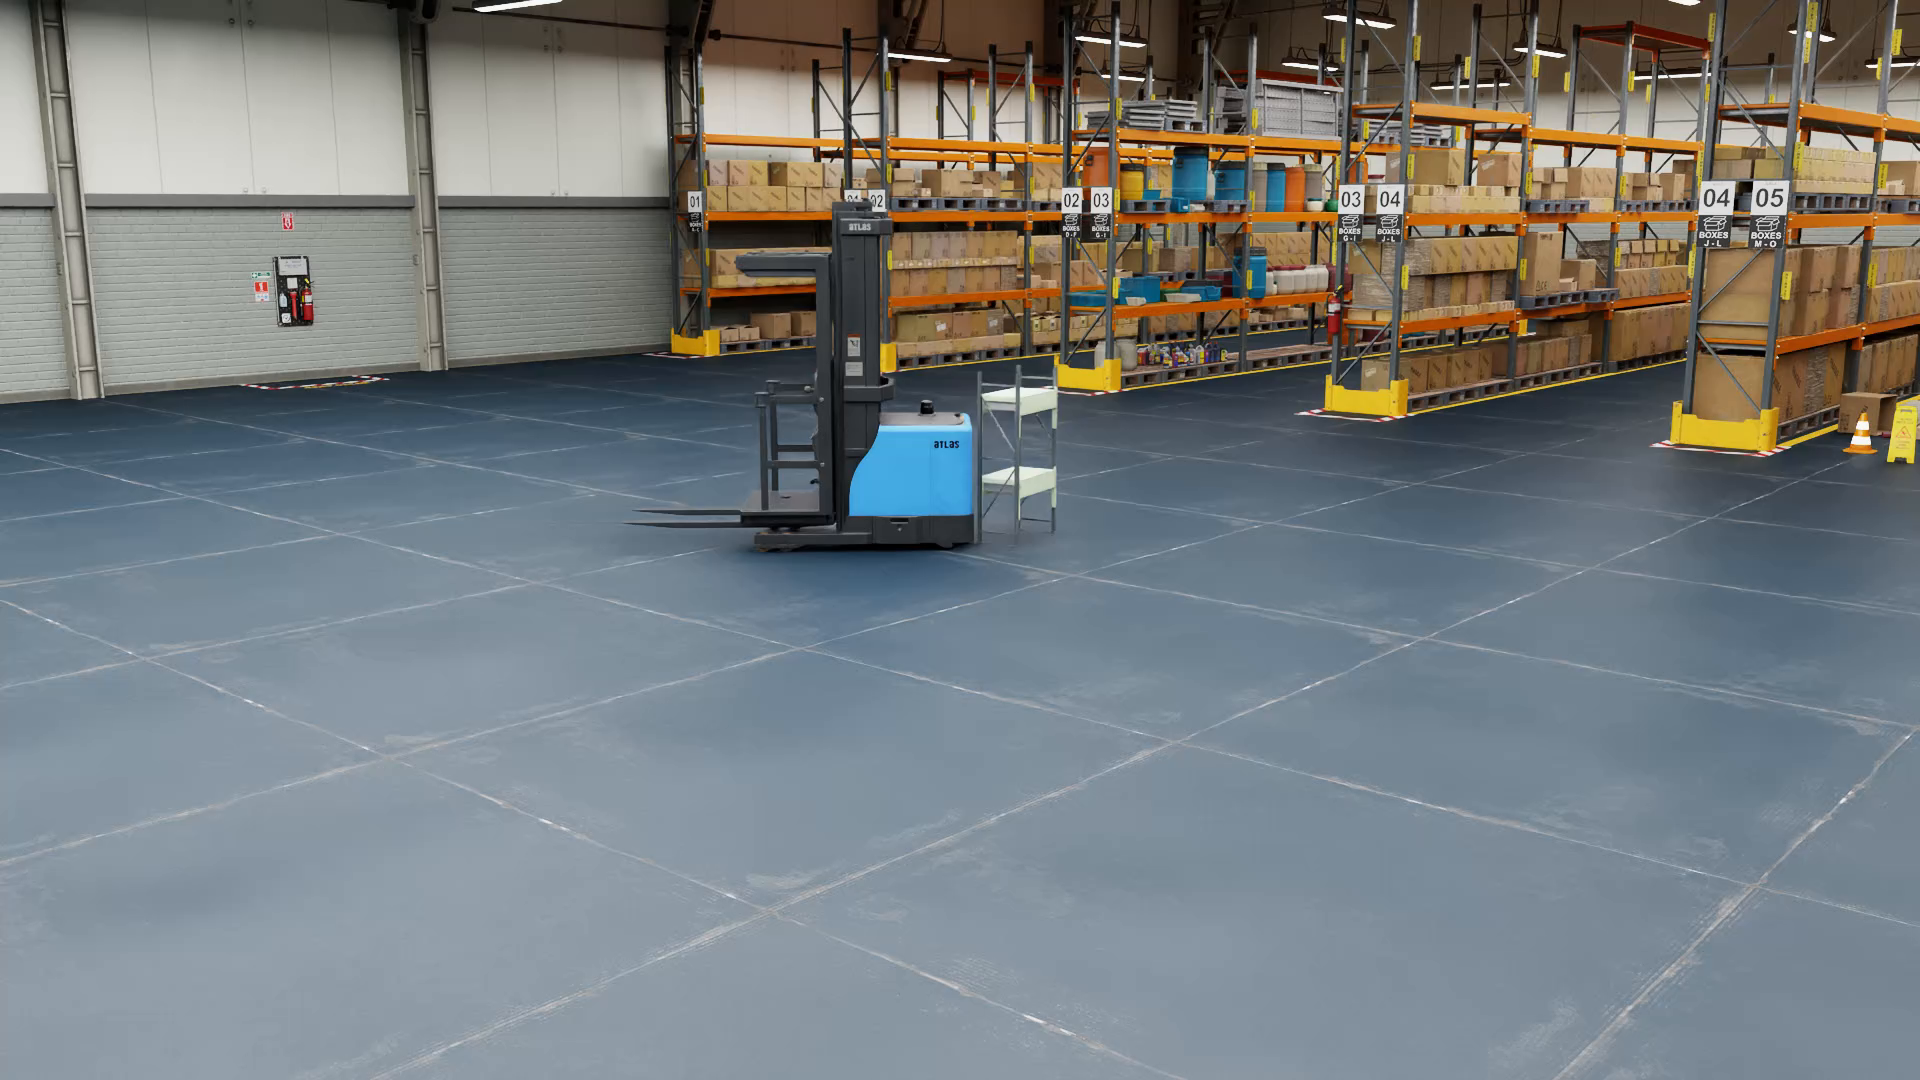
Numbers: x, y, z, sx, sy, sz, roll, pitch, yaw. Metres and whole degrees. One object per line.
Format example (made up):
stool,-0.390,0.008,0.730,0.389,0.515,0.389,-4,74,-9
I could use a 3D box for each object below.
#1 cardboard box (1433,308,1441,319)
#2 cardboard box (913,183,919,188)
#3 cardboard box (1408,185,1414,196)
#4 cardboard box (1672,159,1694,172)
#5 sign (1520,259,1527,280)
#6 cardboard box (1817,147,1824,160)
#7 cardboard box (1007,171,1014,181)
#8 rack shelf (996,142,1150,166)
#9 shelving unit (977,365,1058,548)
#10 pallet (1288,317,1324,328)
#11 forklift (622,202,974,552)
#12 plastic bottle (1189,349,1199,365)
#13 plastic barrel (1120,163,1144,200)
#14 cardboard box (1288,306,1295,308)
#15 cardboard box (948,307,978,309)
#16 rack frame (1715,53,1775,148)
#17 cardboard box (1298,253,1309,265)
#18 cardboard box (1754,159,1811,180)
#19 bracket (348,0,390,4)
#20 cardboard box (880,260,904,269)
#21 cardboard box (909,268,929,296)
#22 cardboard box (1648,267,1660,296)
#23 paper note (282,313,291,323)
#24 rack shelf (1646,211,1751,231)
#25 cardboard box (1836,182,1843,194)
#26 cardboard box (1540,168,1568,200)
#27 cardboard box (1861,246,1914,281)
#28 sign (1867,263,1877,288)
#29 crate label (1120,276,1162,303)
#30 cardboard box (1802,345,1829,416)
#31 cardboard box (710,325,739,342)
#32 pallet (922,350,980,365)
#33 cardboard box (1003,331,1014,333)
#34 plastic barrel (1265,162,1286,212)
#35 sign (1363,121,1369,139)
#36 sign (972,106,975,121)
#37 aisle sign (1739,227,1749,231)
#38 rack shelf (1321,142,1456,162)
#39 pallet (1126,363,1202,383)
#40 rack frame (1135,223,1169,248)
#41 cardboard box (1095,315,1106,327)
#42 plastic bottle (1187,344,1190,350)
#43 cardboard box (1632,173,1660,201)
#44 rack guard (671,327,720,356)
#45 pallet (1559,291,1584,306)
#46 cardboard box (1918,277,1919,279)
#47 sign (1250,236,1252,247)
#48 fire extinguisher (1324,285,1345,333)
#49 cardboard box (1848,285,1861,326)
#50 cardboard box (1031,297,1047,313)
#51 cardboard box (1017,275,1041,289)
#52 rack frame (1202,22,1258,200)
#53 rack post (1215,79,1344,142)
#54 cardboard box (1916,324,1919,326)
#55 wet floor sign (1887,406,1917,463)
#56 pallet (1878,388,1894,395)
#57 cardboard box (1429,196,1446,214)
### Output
cardboard box,6.821,-3.331,24.372,0.380,0.149,0.250,10,15,40
cardboard box,-1.099,-6.456,30.669,0.500,0.250,0.500,10,15,40
cardboard box,6.133,-4.902,23.304,0.380,0.149,0.250,10,15,40
cardboard box,14.325,-7.345,32.669,0.500,0.250,0.500,9,14,37
sign,8.831,-4.243,26.085,0.100,0.325,0.005,10,15,40
cardboard box,10.399,-4.756,20.484,0.380,0.149,0.250,10,15,41
cardboard box,1.504,-8.893,40.628,0.500,0.250,0.500,9,15,39
rack shelf,2.300,-7.856,33.926,1.077,0.370,4.000,10,15,40
shelving unit,0.508,-0.754,14.656,0.431,1.500,0.755,6,13,28
pallet,8.325,-5.438,41.399,1.003,0.211,1.213,10,15,40
forklift,-1.406,-1.438,14.428,3.031,2.935,1.130,0,11,-1
plastic bottle,4.039,-3.177,28.788,0.152,0.276,0.135,10,15,41
plastic barrel,2.715,-5.892,27.344,0.600,0.588,0.600,0,11,0
cardboard box,7.999,-5.685,41.411,0.500,0.250,0.500,10,15,40
cardboard box,0.114,-4.292,32.573,0.500,0.500,0.500,10,15,40
rack frame,16.340,-8.595,34.767,1.000,3.000,0.127,10,15,40
cardboard box,8.136,-6.733,40.506,0.500,0.500,0.500,10,15,41
cardboard box,9.948,-4.479,20.114,0.500,0.250,0.500,10,15,40
bracket,-11.252,-8.771,26.458,0.076,0.066,4.783,10,15,40
cardboard box,-1.240,-4.977,30.061,0.380,0.149,0.250,10,15,40
cardboard box,-1.000,-4.774,30.700,0.700,0.500,0.500,10,15,42
cardboard box,12.590,-4.786,30.762,0.500,0.500,0.500,10,15,41
paper note,-11.361,-3.744,28.049,0.016,0.148,0.142,10,15,40
rack shelf,15.019,-6.477,33.658,1.077,0.370,4.000,10,15,40
cardboard box,11.070,-4.514,21.310,0.380,0.149,0.250,10,15,40
cardboard box,9.424,-5.810,27.147,0.797,0.503,0.637,11,15,43
cardboard box,14.081,-4.220,25.371,0.700,0.500,0.500,9,15,40
sign,12.495,-3.623,22.779,0.100,0.325,0.005,10,15,40
crate label,3.069,-4.262,28.302,0.502,0.435,0.616,10,15,40
cardboard box,11.018,-2.179,22.313,0.875,0.875,0.875,10,15,41
cardboard box,-4.860,-4.207,33.860,0.500,0.311,0.500,8,14,34
pallet,-0.382,-3.509,31.742,1.003,0.211,1.213,10,15,40
cardboard box,1.035,-4.125,33.652,0.500,0.250,0.500,10,15,40
plastic barrel,5.734,-6.540,30.857,0.600,0.901,0.708,10,15,40
sign,7.756,-7.830,31.761,0.100,0.325,0.005,10,15,40
sign,0.310,-9.767,38.050,0.100,0.325,0.005,10,15,40
aisle sign,16.613,-6.899,34.959,0.394,0.787,0.004,10,15,40
rack shelf,8.659,-7.803,33.663,1.077,0.370,4.000,10,15,40
pallet,3.418,-2.886,28.624,1.003,0.211,1.213,10,15,40
rack frame,5.177,-7.574,44.974,1.000,3.000,0.127,10,15,40
cardboard box,2.786,-4.630,34.748,0.500,0.311,0.500,10,15,40
plastic bottle,4.046,-3.356,29.669,0.061,0.283,0.133,10,15,40
cardboard box,12.391,-6.507,30.635,0.797,0.503,0.637,10,15,40
rack guard,-5.334,-4.005,33.489,1.175,0.500,0.348,10,15,40
pallet,9.783,-4.085,27.996,1.003,0.211,1.213,10,15,40
cardboard box,15.188,-4.093,26.357,0.380,0.149,0.250,11,15,43
sign,6.680,-6.842,38.354,0.100,0.325,0.005,10,15,40
fire extinguisher,5.356,-3.304,23.790,0.296,0.674,0.183,10,15,40
cardboard box,11.843,-3.249,22.936,0.875,0.550,0.550,10,15,40
cardboard box,1.621,-5.894,40.977,0.750,0.750,0.750,10,15,42
cardboard box,1.272,-5.173,33.336,0.500,0.250,0.500,11,16,44
rack frame,4.698,-7.470,29.134,1.000,3.000,0.127,10,15,40
rack post,5.933,-7.868,30.621,1.013,1.000,3.121,10,15,40
cardboard box,15.982,-3.528,28.113,0.500,0.250,0.500,11,15,42
wet floor sign,10.905,-1.228,19.211,0.267,0.644,0.232,7,13,31
pallet,13.335,-2.167,25.023,1.003,0.211,1.213,10,15,40
cardboard box,6.626,-4.810,23.861,0.500,0.250,0.500,9,15,39
